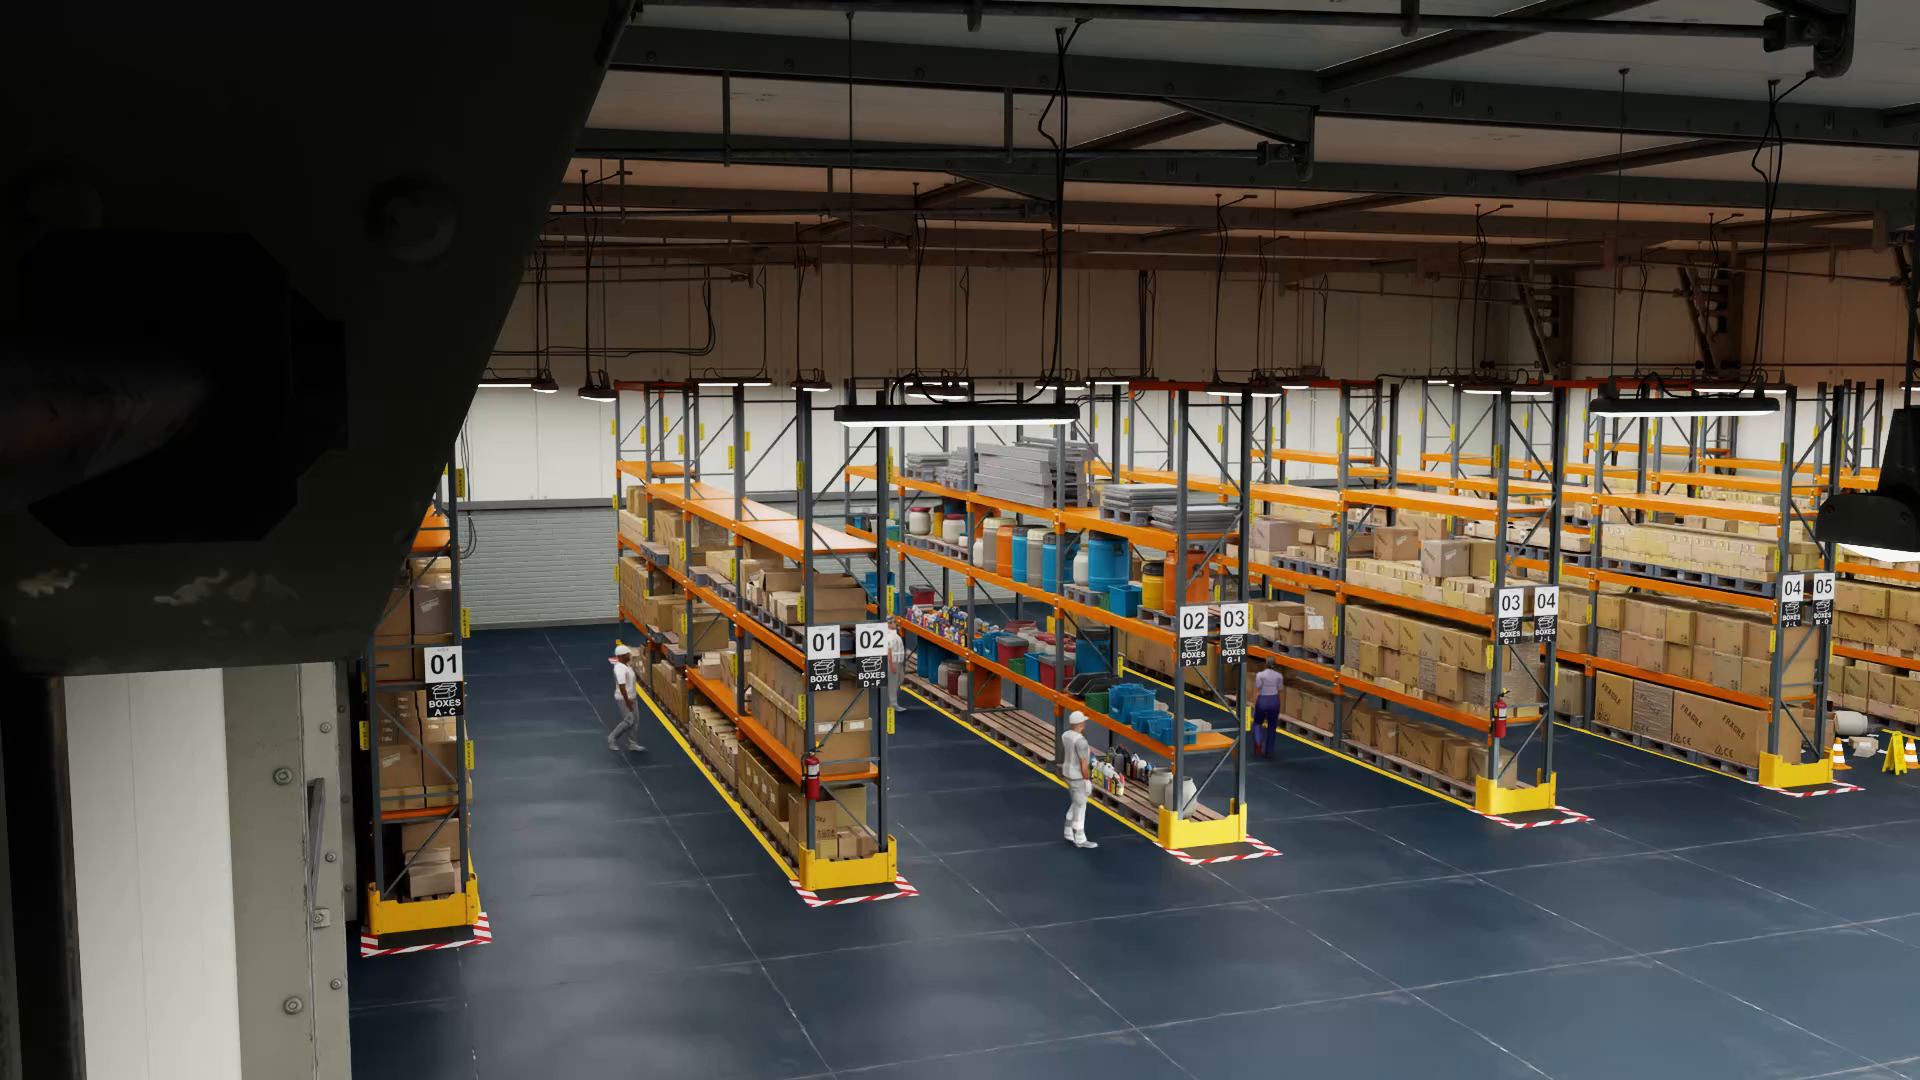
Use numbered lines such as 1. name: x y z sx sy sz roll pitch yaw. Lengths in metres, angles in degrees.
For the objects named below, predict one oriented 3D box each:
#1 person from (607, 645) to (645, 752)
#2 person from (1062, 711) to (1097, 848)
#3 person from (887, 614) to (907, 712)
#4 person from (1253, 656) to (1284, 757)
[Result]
1. person: -5.477 2.593 27.267 0.618 1.757 0.627 1 6 10
2. person: 1.563 3.162 21.858 0.381 1.853 0.625 -2 6 -21
3. person: -1.207 2.244 30.491 0.512 1.796 0.610 1 6 10
4. person: 4.962 2.677 26.755 0.477 1.638 0.476 2 6 14
